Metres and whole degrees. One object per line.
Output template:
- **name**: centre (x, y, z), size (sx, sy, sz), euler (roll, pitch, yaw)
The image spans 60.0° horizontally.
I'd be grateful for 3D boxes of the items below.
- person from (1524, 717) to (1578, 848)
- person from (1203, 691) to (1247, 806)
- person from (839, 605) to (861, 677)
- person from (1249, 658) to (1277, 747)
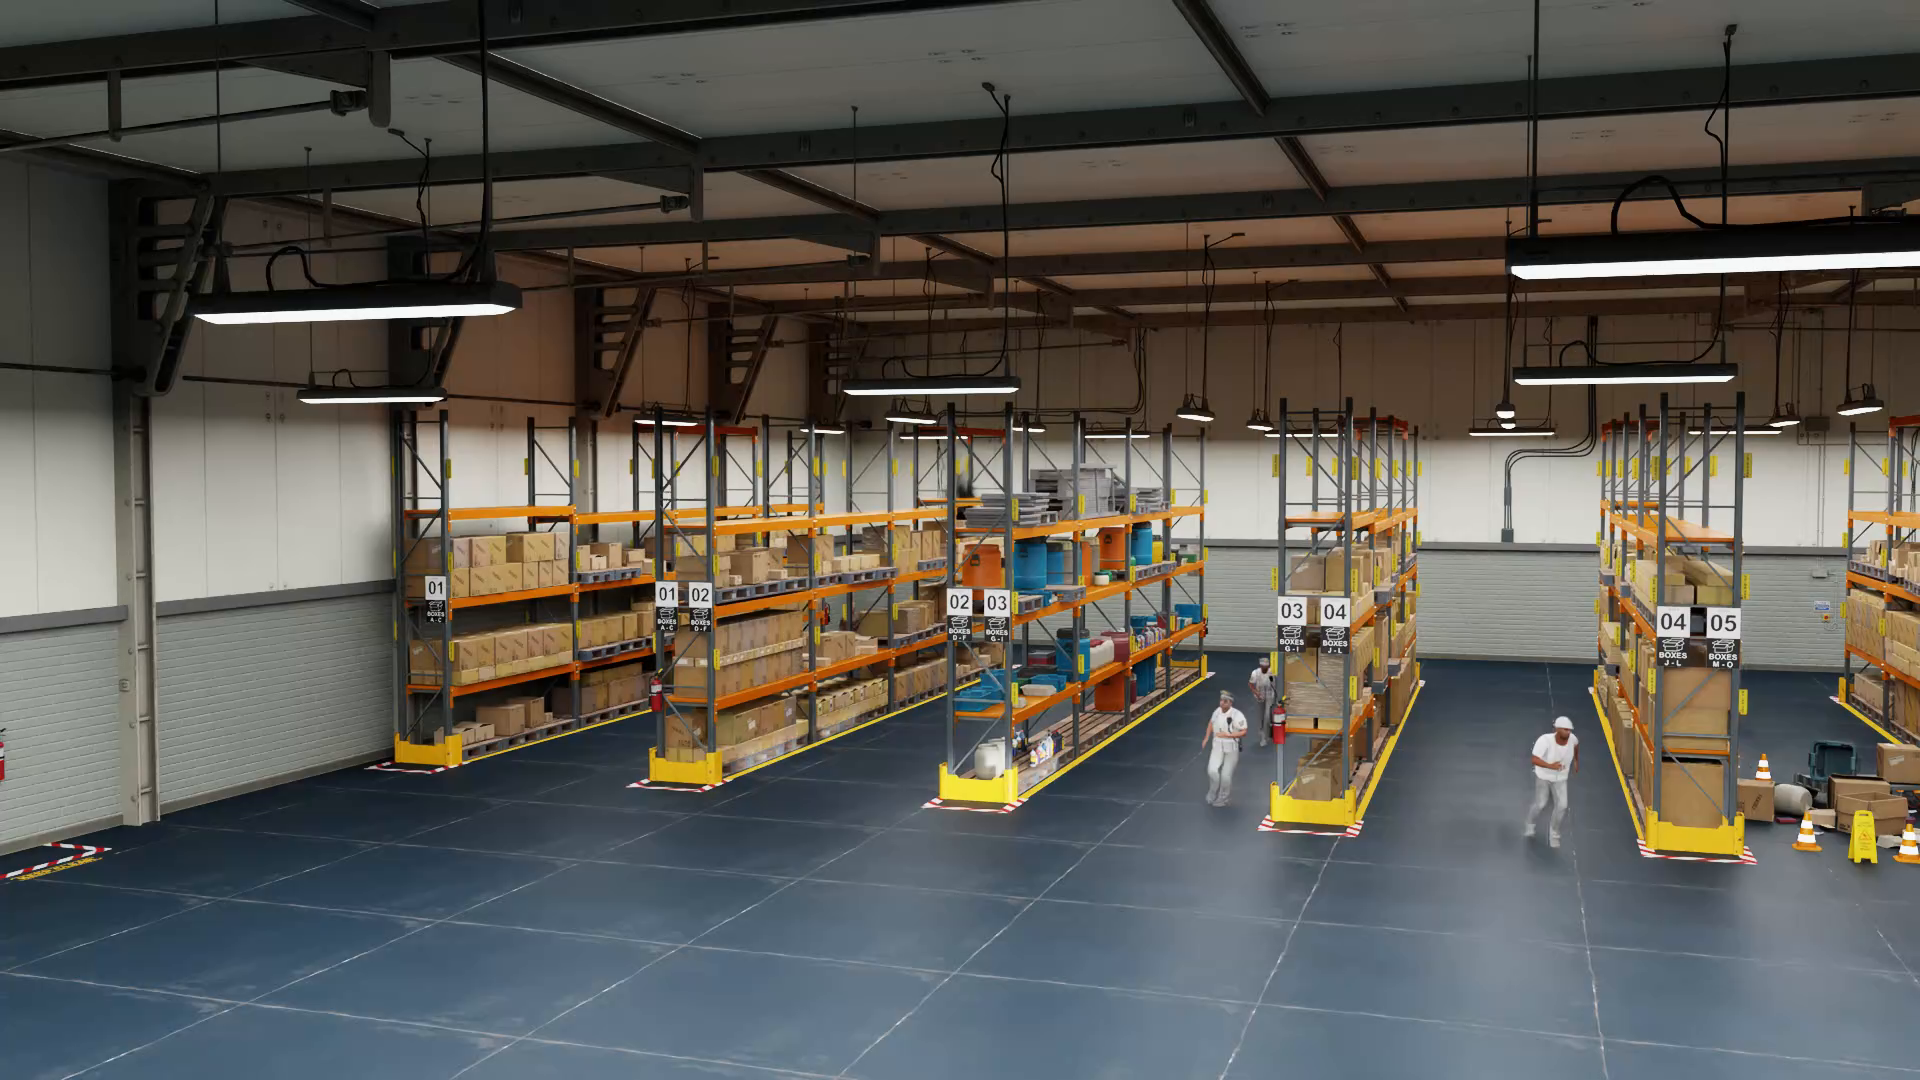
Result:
- **person**: centre (7.921, 3.227, 22.177), size (0.760, 1.807, 0.853), euler (0, 2, -8)
- **person**: centre (3.903, 3.083, 24.606), size (0.742, 1.742, 0.633), euler (1, 3, 25)
- **person**: centre (-2.617, 2.432, 39.822), size (0.711, 1.765, 0.880), euler (1, 3, 18)
- **person**: centre (5.582, 2.927, 30.405), size (0.611, 1.627, 0.982), euler (0, 2, 8)
